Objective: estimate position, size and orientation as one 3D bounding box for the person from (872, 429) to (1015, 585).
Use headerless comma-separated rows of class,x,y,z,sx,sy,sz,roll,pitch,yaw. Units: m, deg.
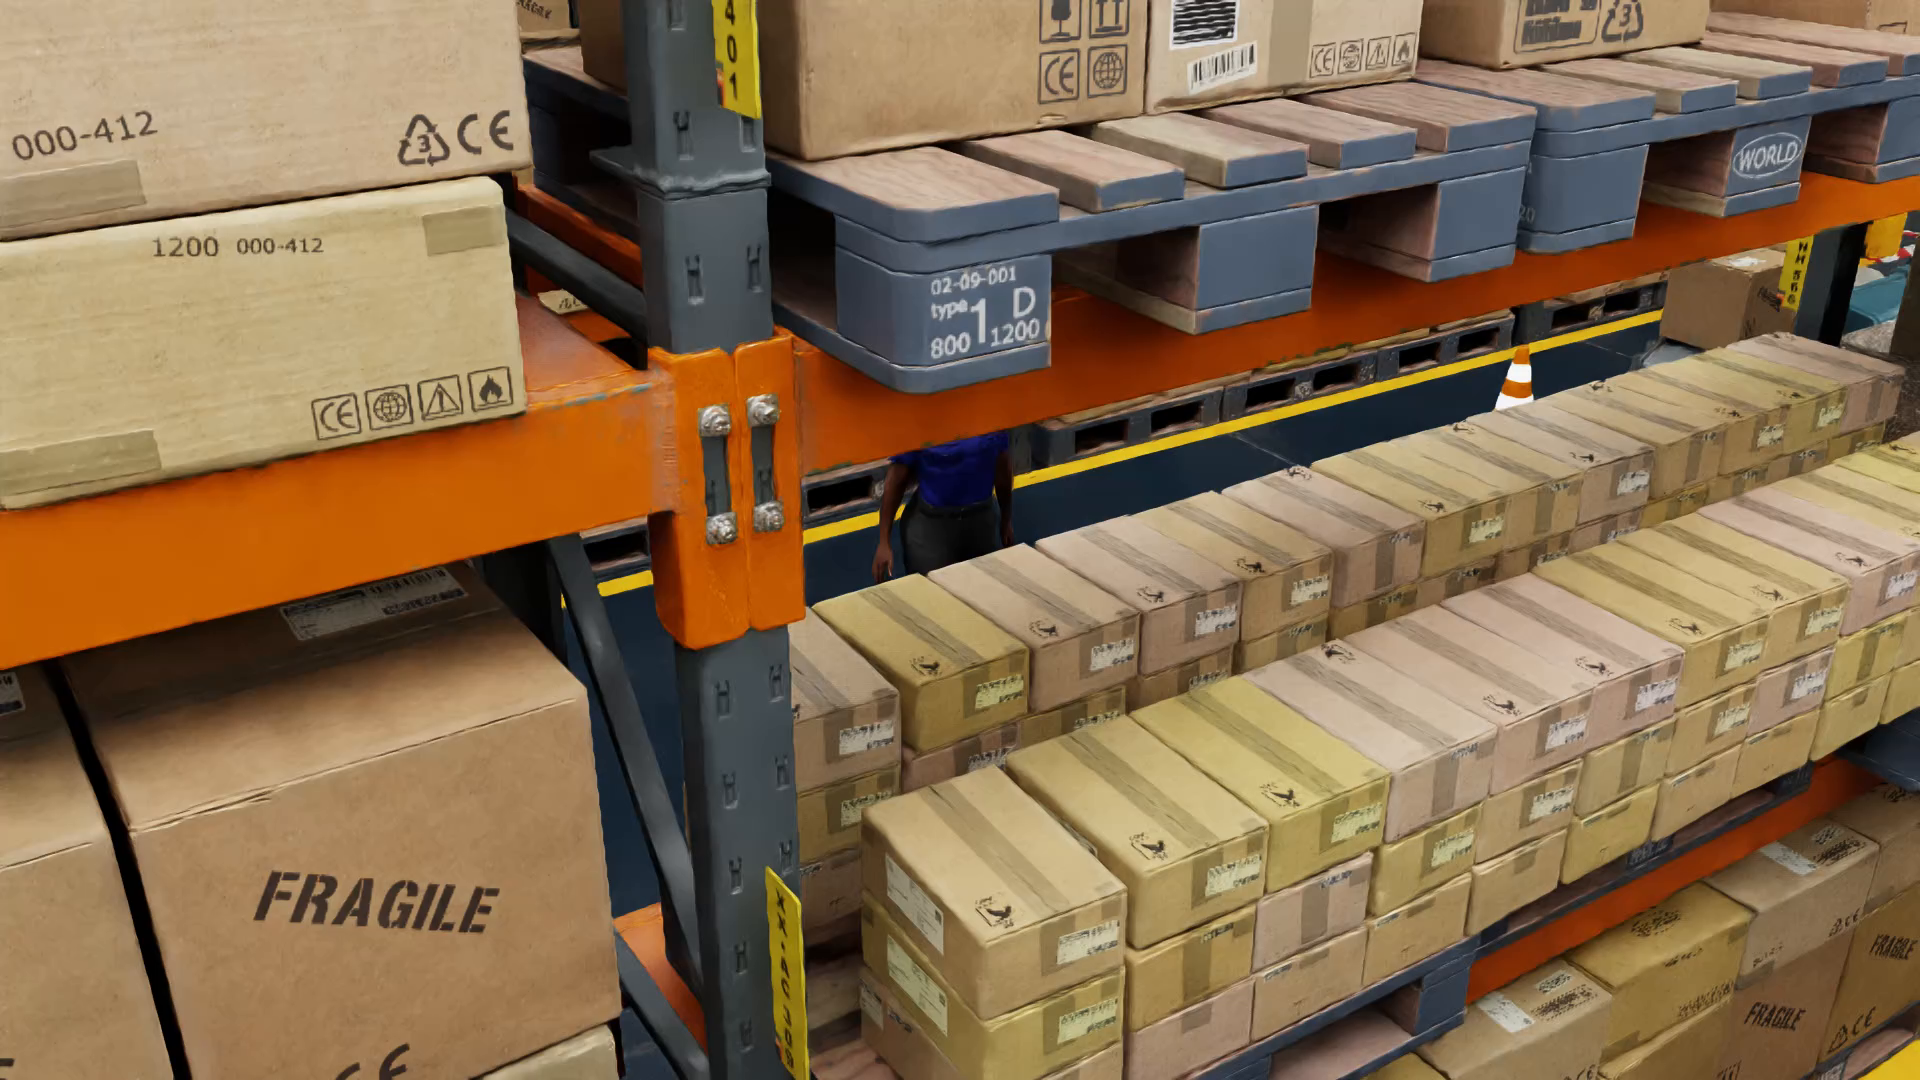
person,-0.031,-0.015,6.106,0.639,1.649,0.562,-15,29,-28
